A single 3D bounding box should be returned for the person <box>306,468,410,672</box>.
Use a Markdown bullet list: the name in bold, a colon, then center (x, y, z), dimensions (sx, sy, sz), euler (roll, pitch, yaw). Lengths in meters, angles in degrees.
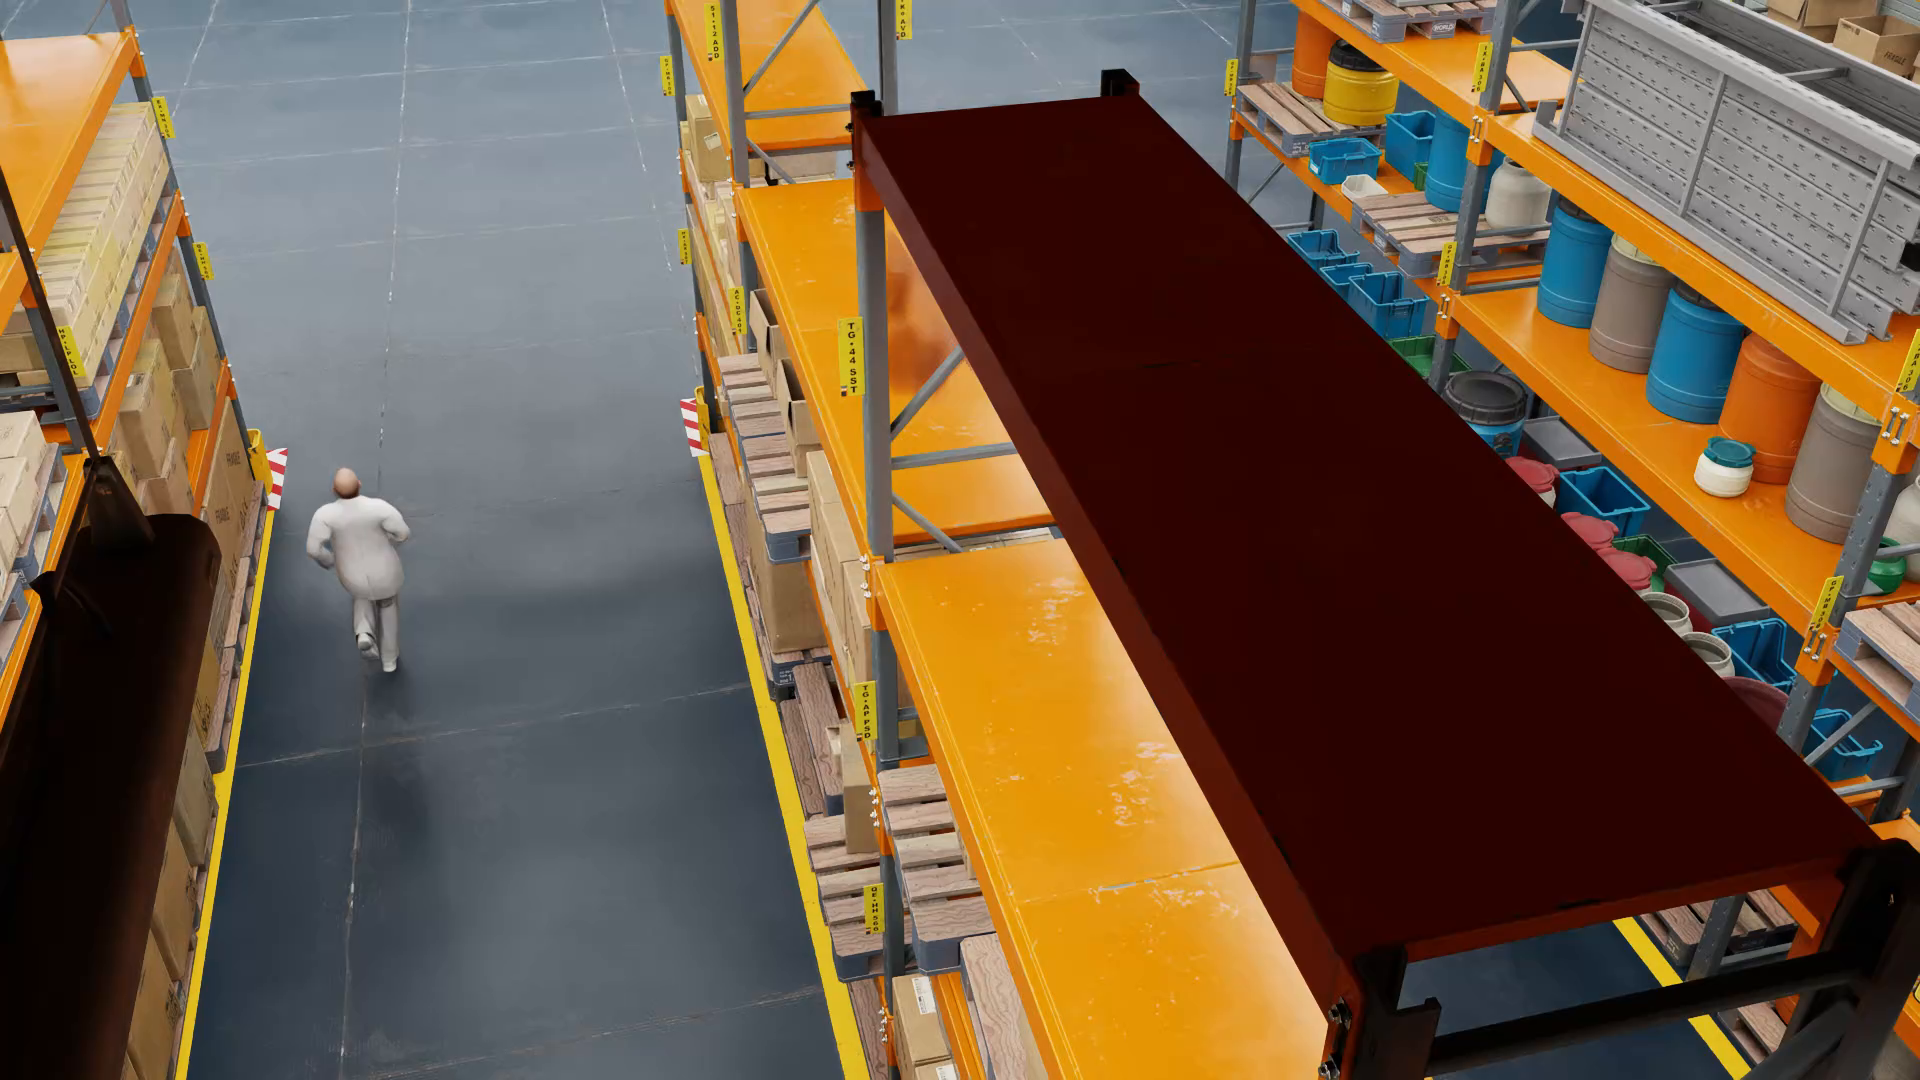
- **person**: center (-4.365, 0.182, 12.240), dimensions (0.707, 1.733, 0.637), euler (-9, 35, -12)
